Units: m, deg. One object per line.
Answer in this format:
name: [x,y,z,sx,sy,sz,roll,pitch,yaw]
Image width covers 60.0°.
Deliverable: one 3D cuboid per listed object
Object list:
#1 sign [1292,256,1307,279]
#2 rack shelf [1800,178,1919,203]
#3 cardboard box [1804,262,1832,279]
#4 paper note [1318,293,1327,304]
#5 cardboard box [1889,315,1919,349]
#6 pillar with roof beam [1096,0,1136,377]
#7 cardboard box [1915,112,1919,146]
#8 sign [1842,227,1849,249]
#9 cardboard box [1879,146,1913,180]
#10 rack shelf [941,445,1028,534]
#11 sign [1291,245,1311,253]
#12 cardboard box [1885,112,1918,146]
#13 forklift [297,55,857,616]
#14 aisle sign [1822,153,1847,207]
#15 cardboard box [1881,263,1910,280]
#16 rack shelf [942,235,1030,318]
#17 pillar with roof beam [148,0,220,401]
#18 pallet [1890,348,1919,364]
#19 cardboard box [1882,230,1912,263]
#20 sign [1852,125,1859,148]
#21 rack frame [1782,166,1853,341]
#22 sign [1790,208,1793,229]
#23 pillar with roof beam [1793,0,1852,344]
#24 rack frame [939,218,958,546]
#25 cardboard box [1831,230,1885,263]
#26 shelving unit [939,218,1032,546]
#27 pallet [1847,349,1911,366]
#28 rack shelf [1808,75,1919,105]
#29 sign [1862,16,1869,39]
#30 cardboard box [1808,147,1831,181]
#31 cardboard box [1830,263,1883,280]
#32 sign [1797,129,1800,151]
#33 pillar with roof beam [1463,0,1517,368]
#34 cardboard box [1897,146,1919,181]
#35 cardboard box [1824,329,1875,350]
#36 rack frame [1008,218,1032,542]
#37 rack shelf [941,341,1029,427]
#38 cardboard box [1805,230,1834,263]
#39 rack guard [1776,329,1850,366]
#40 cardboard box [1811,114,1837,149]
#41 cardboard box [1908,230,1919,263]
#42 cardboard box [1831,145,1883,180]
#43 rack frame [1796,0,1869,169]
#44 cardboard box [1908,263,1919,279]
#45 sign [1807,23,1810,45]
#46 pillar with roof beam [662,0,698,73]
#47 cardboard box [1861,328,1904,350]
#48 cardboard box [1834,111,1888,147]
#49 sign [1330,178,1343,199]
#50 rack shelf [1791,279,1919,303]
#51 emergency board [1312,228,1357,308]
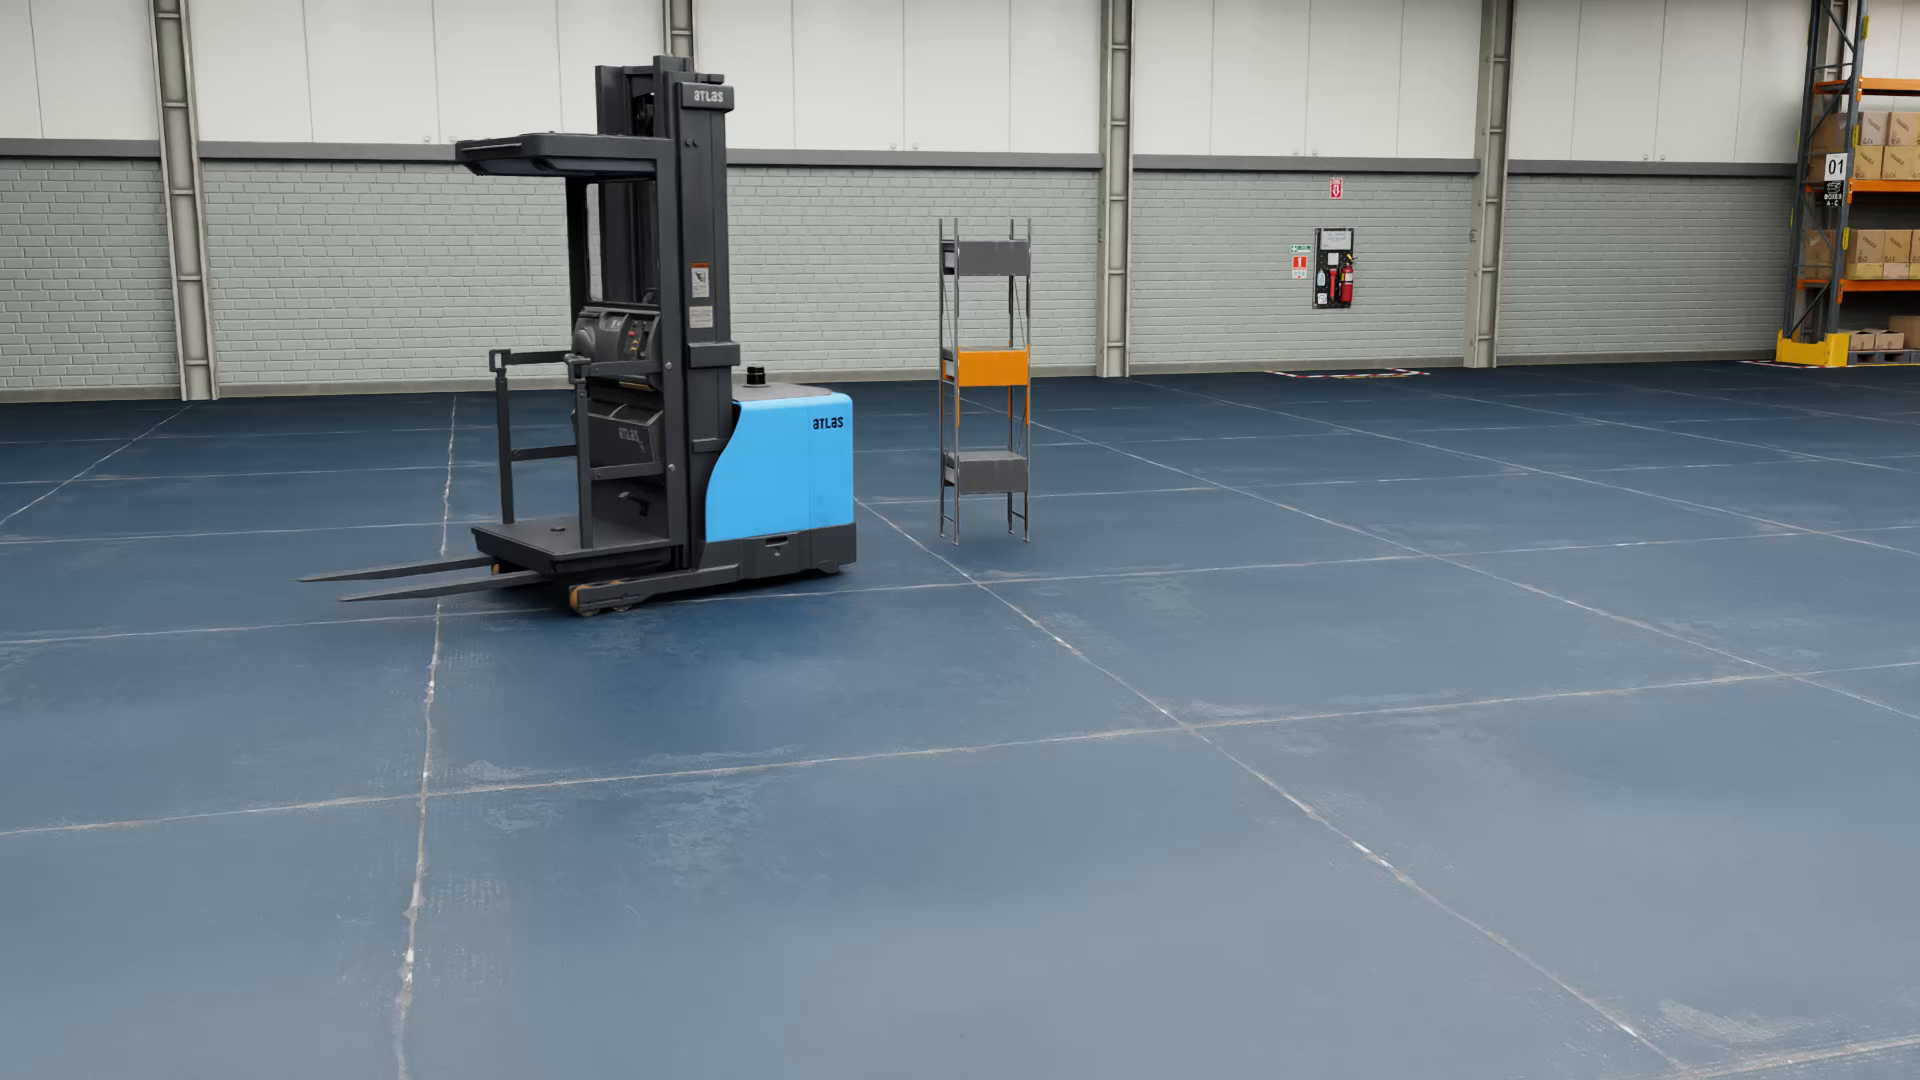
sign: [4.994,-4.011,24.451,0.234,0.329,0.001,-3,11,-16]
rack shelf: [15.188,-5.462,26.136,4.000,0.370,1.077,-3,11,-16]
cardboard box: [13.662,-4.233,26.116,0.500,0.250,0.500,-3,11,-15]
paper note: [5.365,-3.573,24.605,0.142,0.148,0.016,-3,11,-16]
cardboard box: [15.223,-3.304,26.395,0.500,0.500,0.700,-4,11,-20]
pillar with roof beam: [3.380,-6.020,18.895,0.400,9.000,9.100,-3,11,-16]
cardboard box: [14.690,-6.288,25.538,0.500,0.500,0.500,-3,11,-14]
sign: [13.420,-4.571,25.202,0.005,0.325,0.100,-3,11,-16]
cardboard box: [14.184,-5.769,25.480,0.500,0.500,0.500,-2,11,-12]
rack shelf: [0.159,-0.339,11.031,0.480,0.518,0.431,-3,11,-16]
sign: [5.001,-4.270,24.396,0.331,0.109,0.001,-3,11,-16]
cardboard box: [14.201,-6.260,25.386,0.500,0.500,0.500,-3,11,-17]
forklift: [-2.084,-1.143,9.162,3.031,2.935,1.130,-8,13,-38]
aisle sign: [13.283,-5.463,25.254,0.004,0.787,0.394,-3,11,-16]
cardboard box: [14.320,-4.174,25.795,0.500,0.250,0.500,-3,11,-18]
rack shelf: [0.159,-1.716,10.778,0.480,0.518,0.431,-3,11,-16]
pillar with roof beam: [-8.142,-5.413,15.596,0.400,9.000,9.100,-3,11,-16]
pallet: [15.300,-2.968,26.588,1.213,0.211,1.003,-3,11,-16]
cardboard box: [14.287,-4.540,25.710,0.500,0.500,0.500,-3,11,-16]
sign: [13.420,-6.051,24.929,0.005,0.325,0.100,-3,11,-16]
rack frame: [13.268,-4.240,25.792,0.127,3.000,1.000,-3,11,-16]
sign: [13.132,-5.062,26.189,0.005,0.325,0.100,-3,11,-16]
pillar with roof beam: [14.901,-6.628,22.193,0.400,9.000,9.100,-3,11,-16]
rack frame: [-0.075,-1.029,10.835,0.015,2.100,0.400,-3,11,-16]
cardboard box: [13.810,-4.517,25.584,0.500,0.500,0.500,-3,11,-16]
shelving unit: [0.159,-1.041,10.902,0.503,2.100,0.431,-3,11,-16]
pallet: [14.131,-2.907,26.256,1.213,0.211,1.003,-3,11,-16]
rack shelf: [15.188,-6.936,25.865,4.000,0.370,1.077,-3,11,-16]
sign: [13.419,-7.594,24.645,0.005,0.325,0.100,-3,11,-16]
cardboard box: [13.598,-5.839,25.864,0.500,0.500,0.500,-2,11,-12]
cardboard box: [13.825,-4.145,25.639,0.500,0.250,0.500,-3,11,-18]
sign: [13.132,-6.248,25.970,0.005,0.325,0.100,-3,11,-16]
pillar with roof beam: [9.141,-6.324,20.544,0.400,9.000,9.100,-3,11,-16]
cardboard box: [14.682,-5.796,25.626,0.500,0.500,0.500,-2,11,-13]
cardboard box: [13.957,-3.153,26.101,0.500,0.311,0.500,-4,11,-22]
rack frame: [0.393,-1.053,10.969,0.015,2.100,0.400,-3,11,-16]
rack shelf: [0.159,-1.028,10.904,0.480,0.518,0.431,-3,11,-16]
cardboard box: [13.661,-4.606,26.067,0.500,0.500,0.500,-3,11,-17]
rack guard: [13.341,-3.014,26.040,0.348,0.500,1.175,-3,11,-16]
cardboard box: [13.609,-6.333,25.785,0.500,0.500,0.500,-3,11,-13]
cardboard box: [14.785,-4.565,25.846,0.500,0.500,0.500,-3,11,-18]
cardboard box: [13.659,-5.748,25.366,0.500,0.500,0.500,-3,11,-14]
rack frame: [13.268,-7.190,25.249,0.127,3.000,1.000,-3,11,-16]
cardboard box: [14.810,-4.199,25.929,0.500,0.250,0.500,-3,11,-17]
sign: [13.132,-7.825,25.680,0.005,0.325,0.100,-3,11,-16]
pillar with roof beam: [-2.381,-5.717,17.246,0.400,9.000,9.100,-3,11,-16]
cardboard box: [14.505,-3.182,26.258,0.500,0.311,0.500,-2,11,-11]
cardboard box: [13.706,-6.243,25.296,0.500,0.500,0.500,-4,11,-20]
sign: [5.518,-5.161,24.391,0.199,0.298,0.001,-3,11,-16]
rack shelf: [15.188,-3.987,26.407,4.000,0.370,1.077,-3,11,-16]
emergency board: [5.554,-4.004,24.509,0.643,1.169,0.194,-3,11,-16]
